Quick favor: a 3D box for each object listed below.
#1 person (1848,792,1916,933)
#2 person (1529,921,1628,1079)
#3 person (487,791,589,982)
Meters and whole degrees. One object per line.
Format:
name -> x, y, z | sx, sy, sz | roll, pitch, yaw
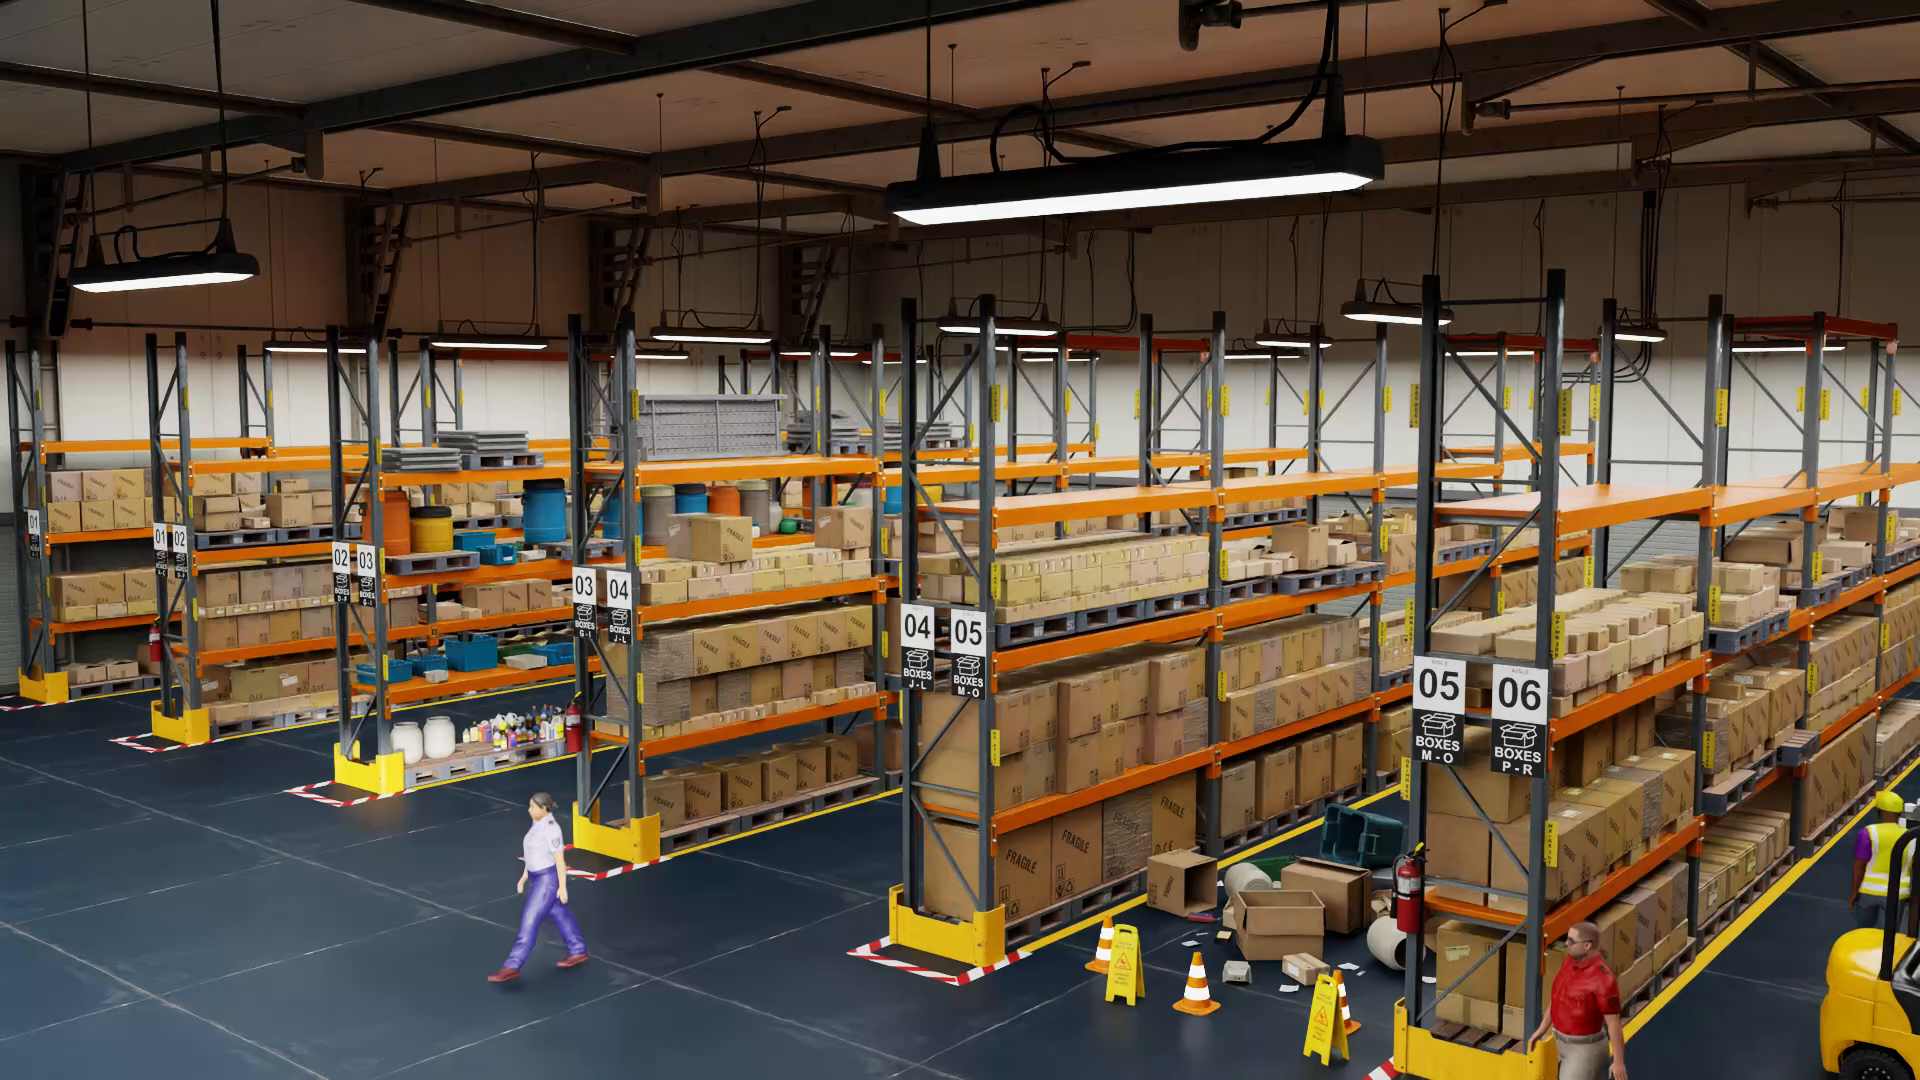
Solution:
person -> 7.842, 3.046, 14.081 | 0.535, 1.809, 0.602 | 3, 6, 34
person -> 3.976, 3.380, 10.955 | 1.055, 1.563, 0.594 | 0, 5, -2
person -> -3.743, 3.023, 14.672 | 0.928, 1.604, 0.557 | -2, 6, -23
